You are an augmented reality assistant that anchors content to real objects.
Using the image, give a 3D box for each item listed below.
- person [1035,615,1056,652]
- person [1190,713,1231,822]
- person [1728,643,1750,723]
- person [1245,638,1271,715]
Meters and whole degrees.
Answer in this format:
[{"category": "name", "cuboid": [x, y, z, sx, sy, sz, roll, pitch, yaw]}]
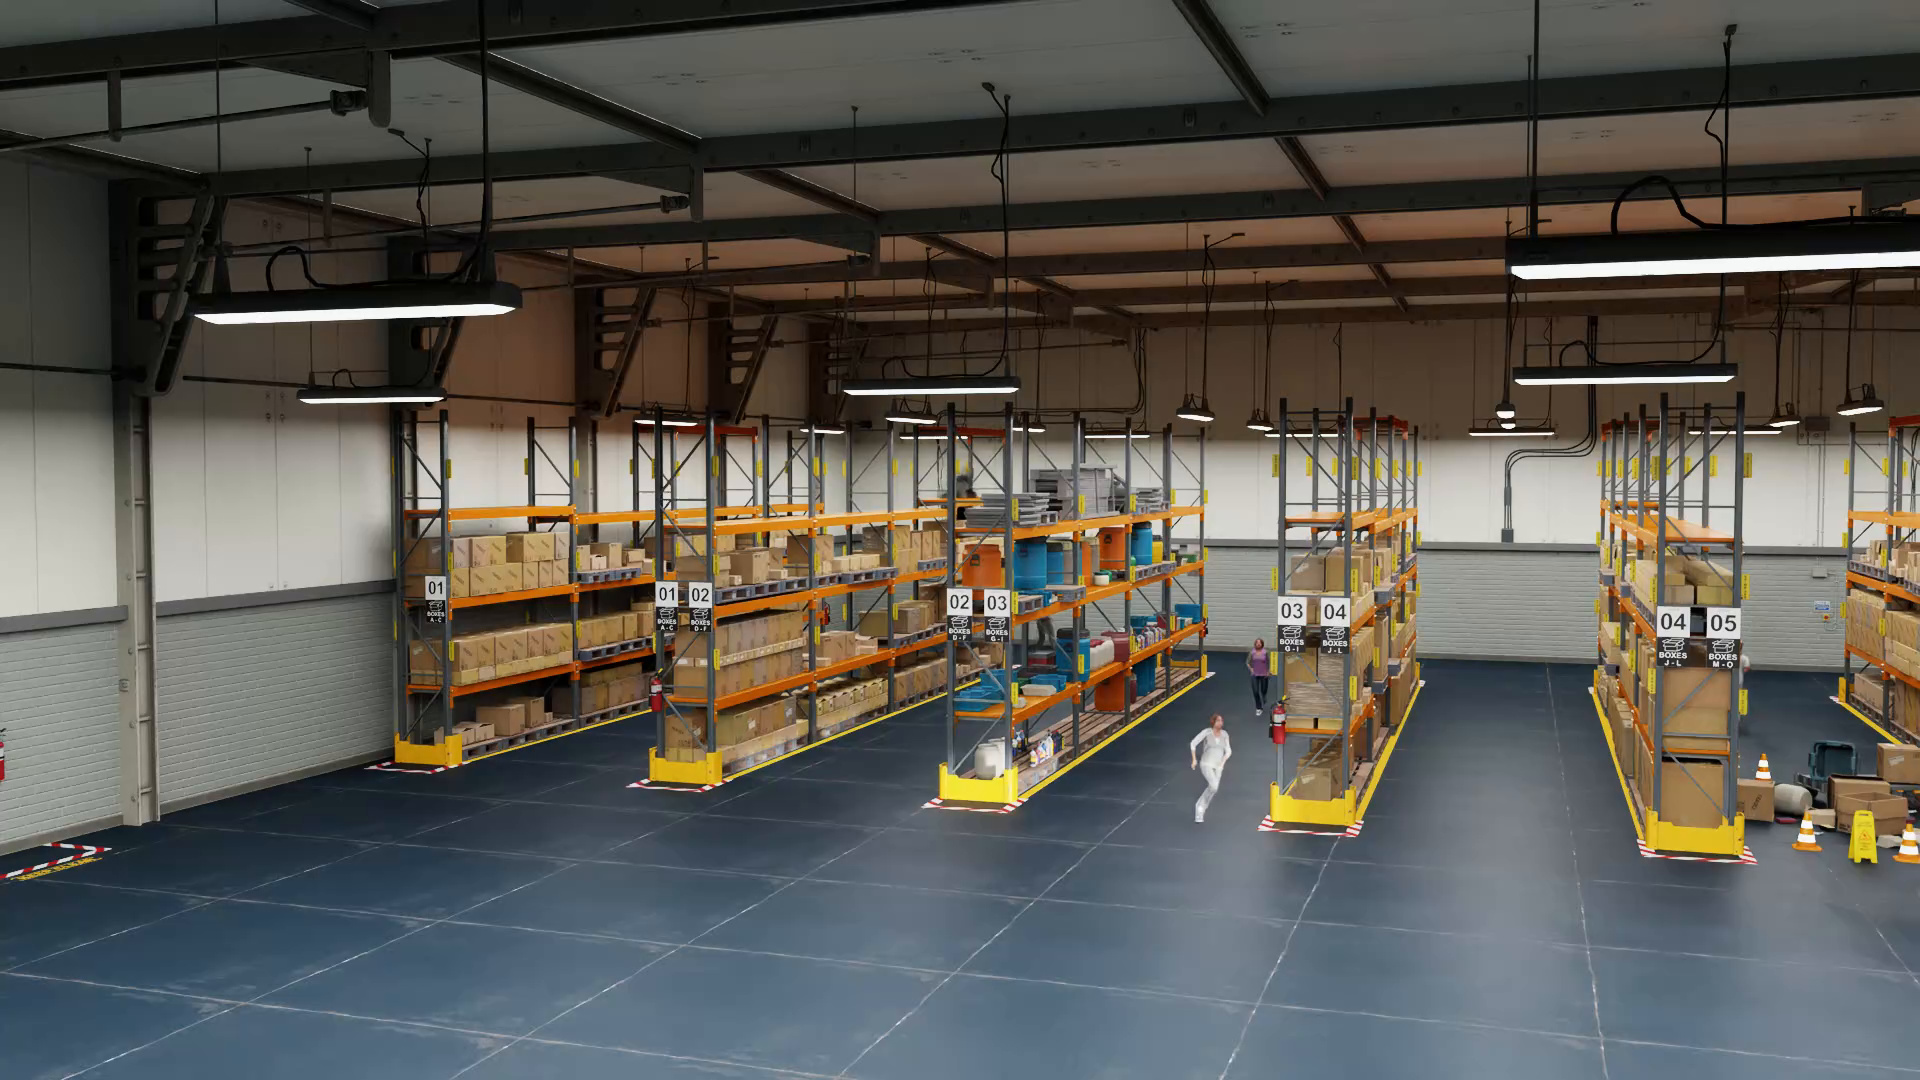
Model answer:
[{"category": "person", "cuboid": [2.137, 2.146, 42.075, 0.812, 1.632, 0.679, 2, 3, 41]}, {"category": "person", "cuboid": [3.577, 3.220, 23.439, 0.545, 1.535, 0.550, -1, 3, -16]}, {"category": "person", "cuboid": [15.225, 2.775, 32.733, 0.575, 1.627, 0.599, 1, 3, 17]}, {"category": "person", "cuboid": [6.114, 2.780, 33.975, 0.585, 1.558, 0.550, 1, 2, 12]}]
